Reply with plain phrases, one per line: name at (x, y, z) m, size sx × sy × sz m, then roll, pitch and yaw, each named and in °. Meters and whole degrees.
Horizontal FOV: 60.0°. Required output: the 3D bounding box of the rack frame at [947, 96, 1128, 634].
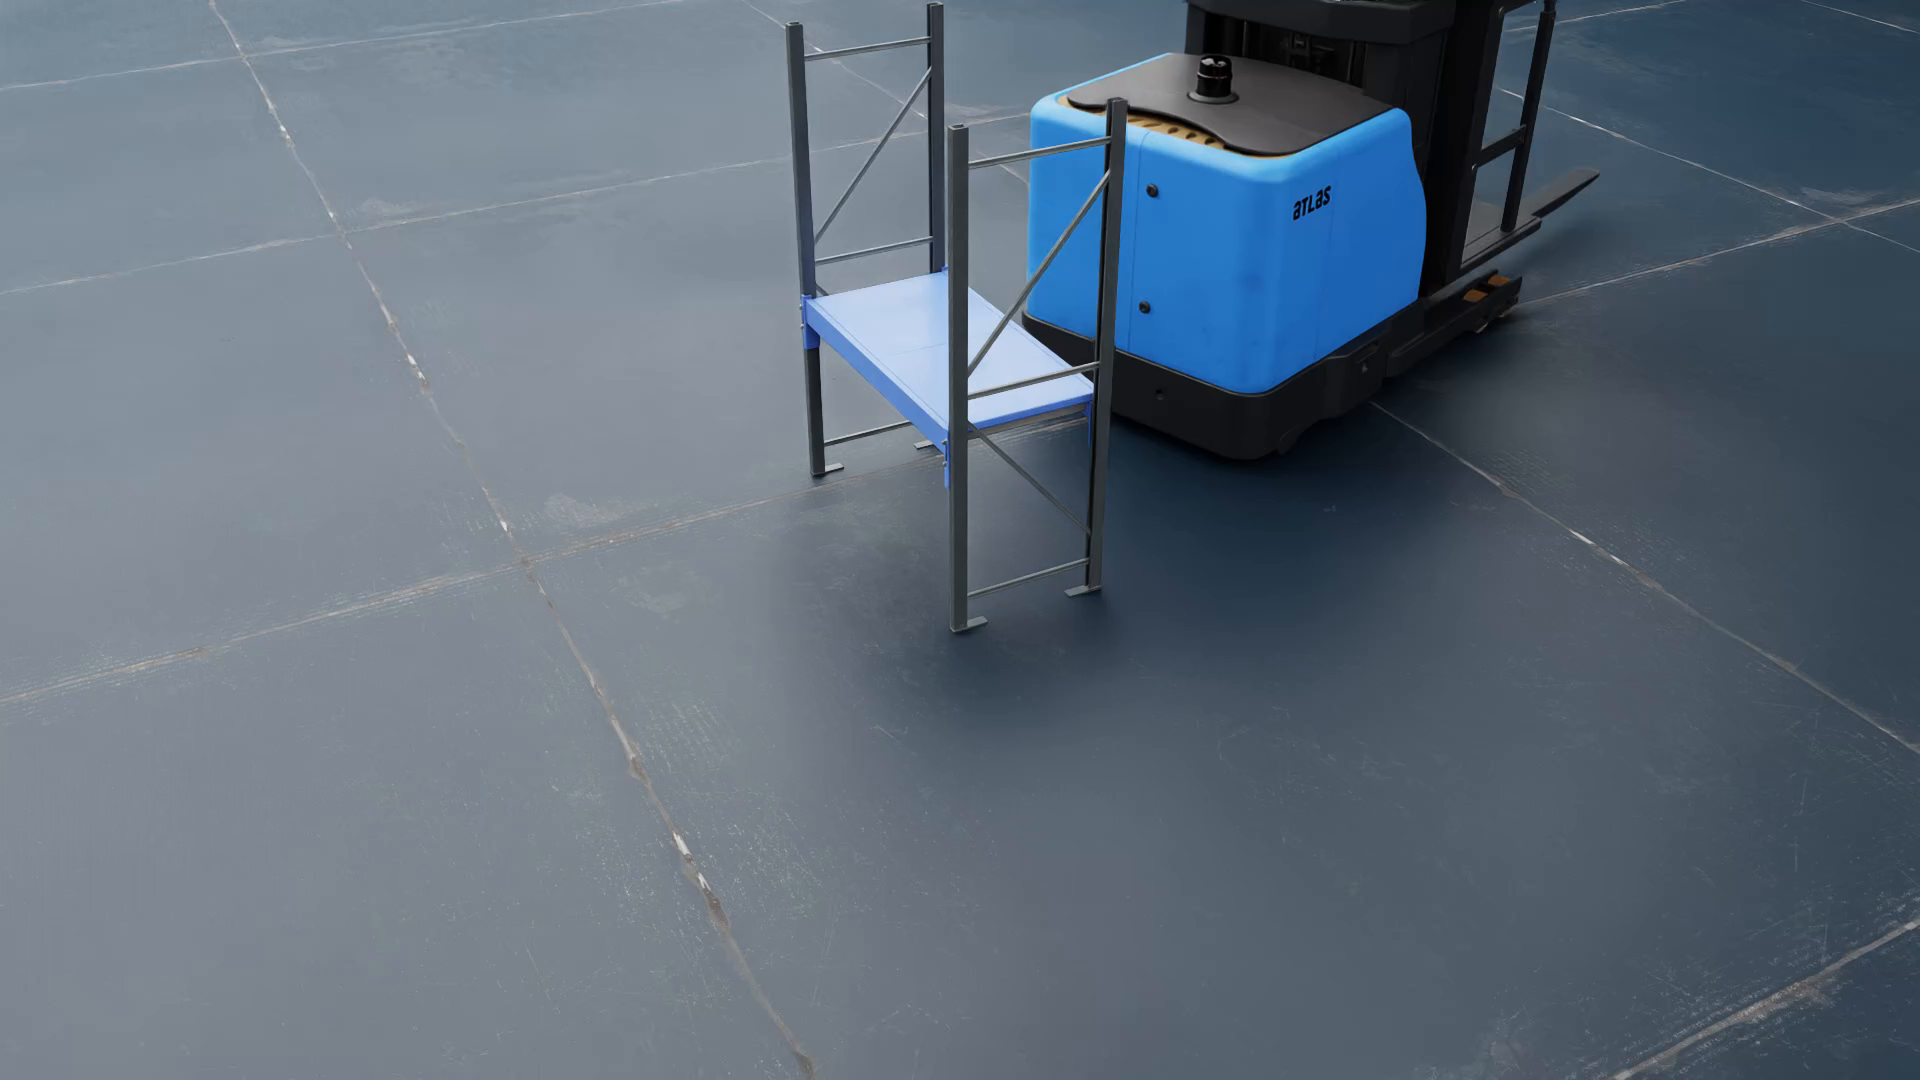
rack frame at (0.197, -0.430, 4.530) m, size 0.500 × 1.500 × 0.032 m, roll -16°, pitch 36°, yaw -23°

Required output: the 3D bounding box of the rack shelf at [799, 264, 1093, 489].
rack shelf at (-0.040, -0.521, 5.006) m, size 0.538 × 0.185 × 1.000 m, roll -16°, pitch 36°, yaw -23°

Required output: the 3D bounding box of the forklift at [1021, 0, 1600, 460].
forklift at (1.586, -2.210, 5.982) m, size 1.130 × 2.935 × 3.031 m, roll 26°, pitch 41°, yaw 35°

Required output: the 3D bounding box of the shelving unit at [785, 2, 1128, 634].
shelving unit at (-0.040, -0.672, 4.909) m, size 0.538 × 1.500 × 1.048 m, roll -16°, pitch 36°, yaw -23°

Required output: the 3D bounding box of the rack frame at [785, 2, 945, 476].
rack frame at (-0.277, -0.915, 5.288) m, size 0.500 × 1.500 × 0.032 m, roll -16°, pitch 36°, yaw -23°
